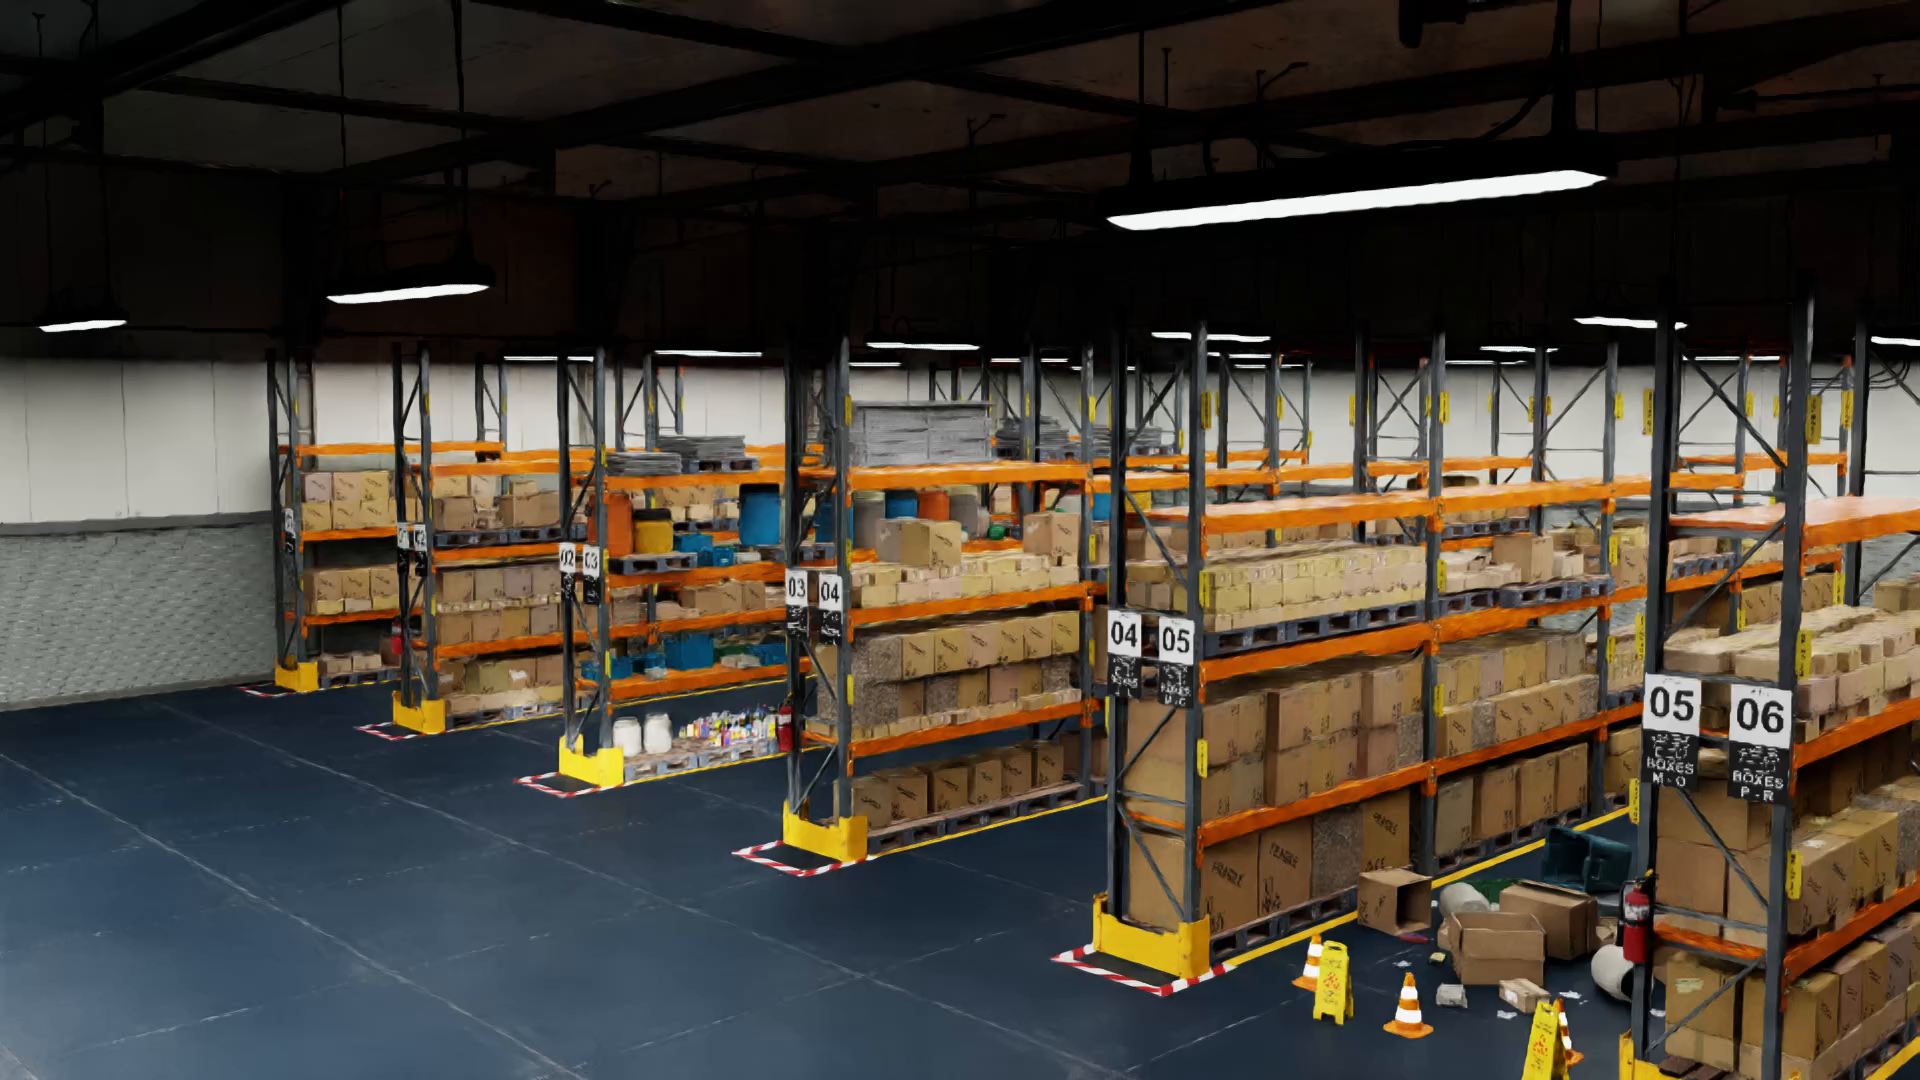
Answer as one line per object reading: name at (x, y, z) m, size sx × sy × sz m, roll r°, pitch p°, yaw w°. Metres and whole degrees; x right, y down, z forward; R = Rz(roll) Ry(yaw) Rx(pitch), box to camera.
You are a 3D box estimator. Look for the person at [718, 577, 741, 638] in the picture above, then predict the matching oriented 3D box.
person at (-4.768, 1.367, 33.948) m, size 0.569 × 1.709 × 1.035 m, roll 4°, pitch 6°, yaw 37°
